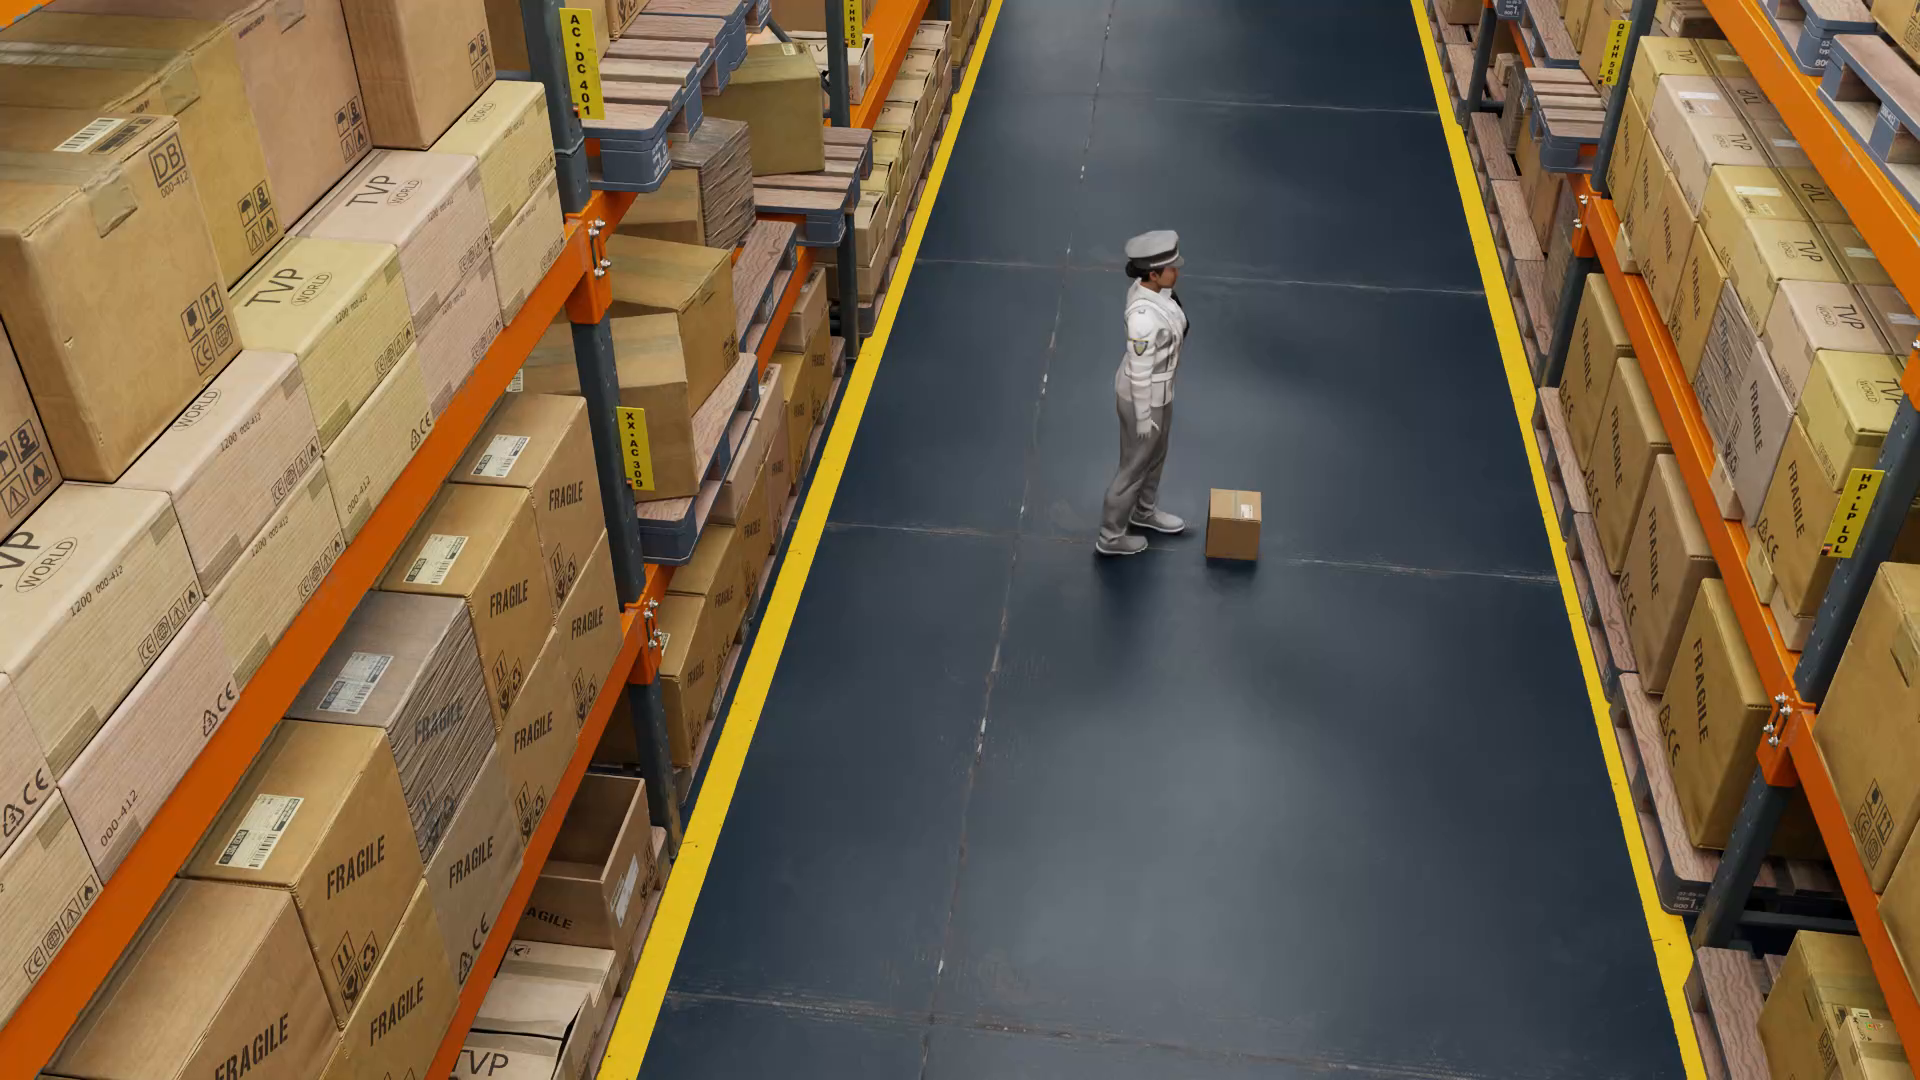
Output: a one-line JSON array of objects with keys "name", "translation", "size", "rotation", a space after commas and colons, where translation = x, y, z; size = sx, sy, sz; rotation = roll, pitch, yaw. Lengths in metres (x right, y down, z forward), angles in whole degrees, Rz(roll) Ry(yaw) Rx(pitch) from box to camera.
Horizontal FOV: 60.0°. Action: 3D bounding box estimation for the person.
[{"name": "person", "translation": [0.923, -0.692, 7.977], "size": [0.431, 1.699, 0.488], "rotation": [6, 37, 8]}]
